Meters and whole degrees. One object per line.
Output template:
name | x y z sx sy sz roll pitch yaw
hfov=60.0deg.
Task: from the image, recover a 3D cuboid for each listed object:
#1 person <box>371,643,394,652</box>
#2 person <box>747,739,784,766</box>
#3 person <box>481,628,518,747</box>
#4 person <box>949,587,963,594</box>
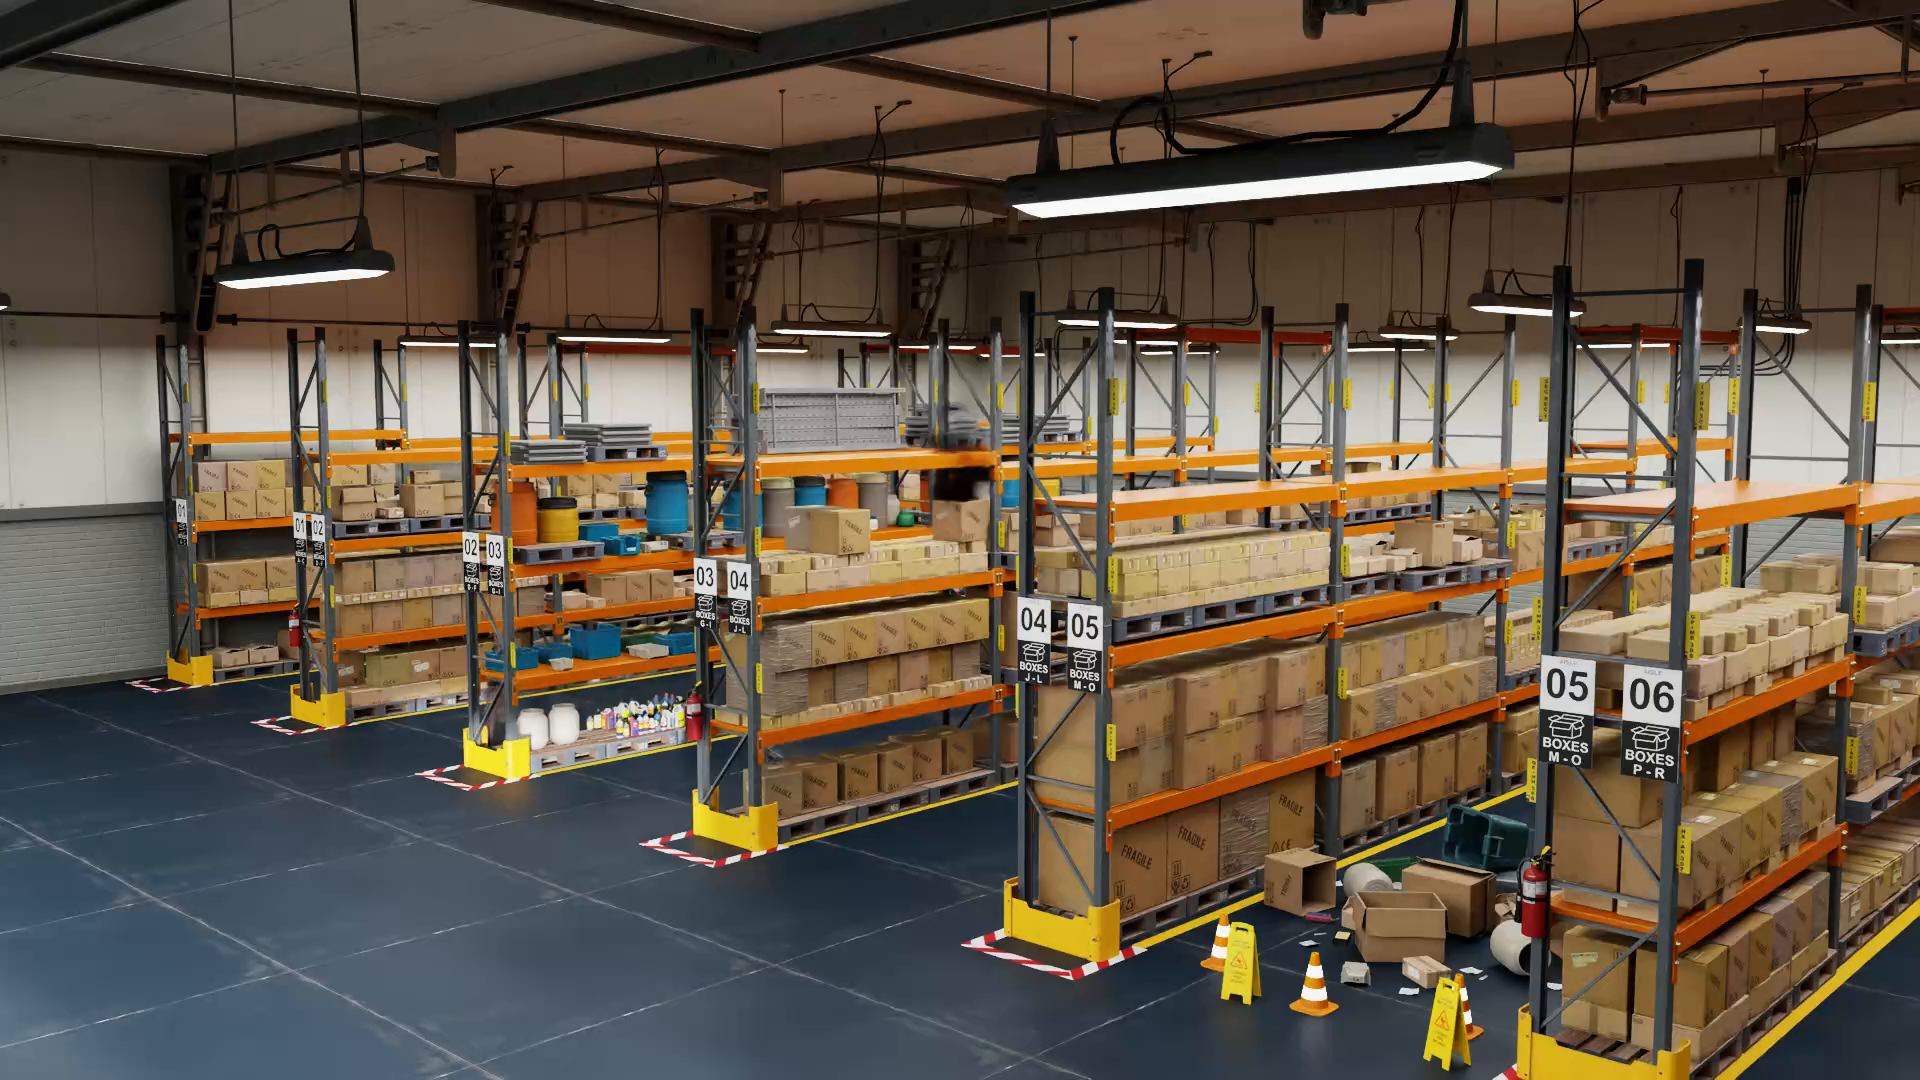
person | -9.611 1.733 27.781 0.602 1.652 0.543 4 7 34
person | -2.435 2.311 21.160 0.678 1.741 0.679 4 7 38
person | -6.630 2.102 23.796 0.676 1.668 0.855 5 7 43
person | -0.075 1.244 32.898 0.590 1.740 0.726 4 7 40
